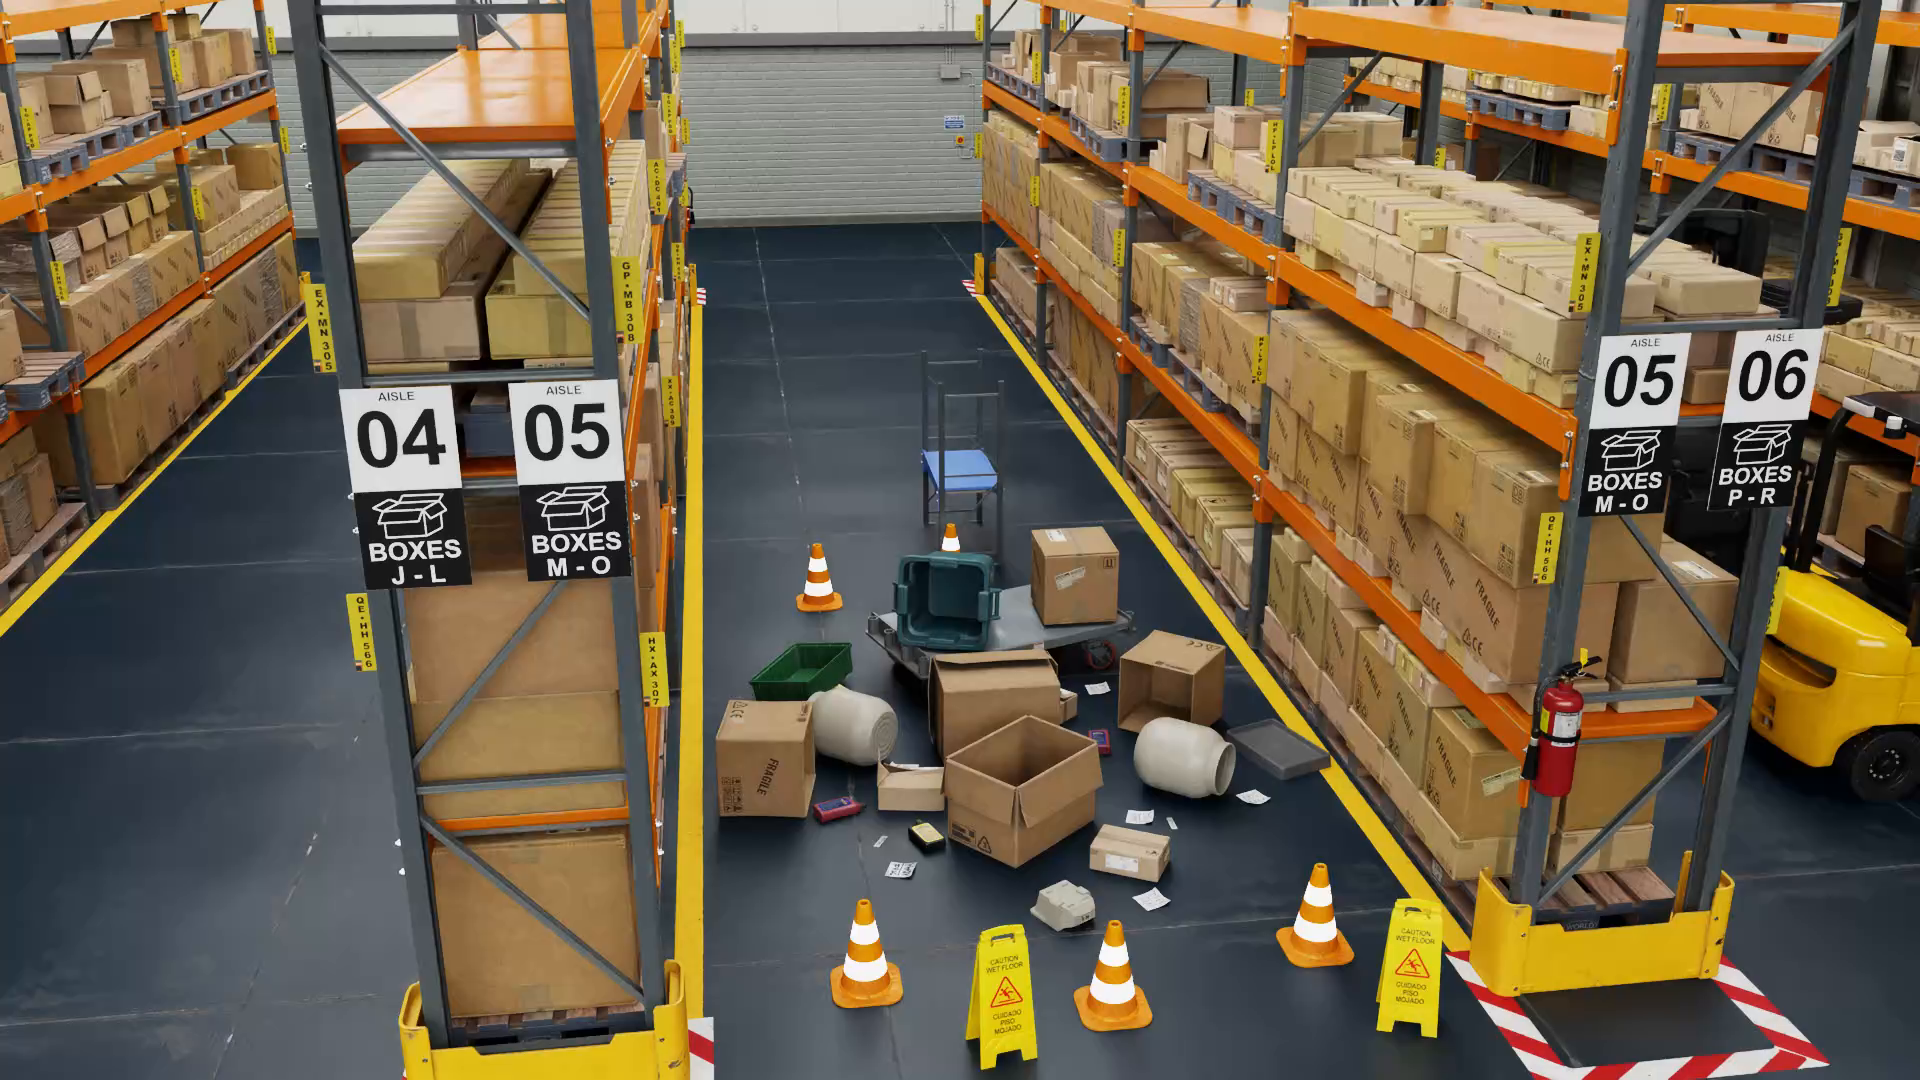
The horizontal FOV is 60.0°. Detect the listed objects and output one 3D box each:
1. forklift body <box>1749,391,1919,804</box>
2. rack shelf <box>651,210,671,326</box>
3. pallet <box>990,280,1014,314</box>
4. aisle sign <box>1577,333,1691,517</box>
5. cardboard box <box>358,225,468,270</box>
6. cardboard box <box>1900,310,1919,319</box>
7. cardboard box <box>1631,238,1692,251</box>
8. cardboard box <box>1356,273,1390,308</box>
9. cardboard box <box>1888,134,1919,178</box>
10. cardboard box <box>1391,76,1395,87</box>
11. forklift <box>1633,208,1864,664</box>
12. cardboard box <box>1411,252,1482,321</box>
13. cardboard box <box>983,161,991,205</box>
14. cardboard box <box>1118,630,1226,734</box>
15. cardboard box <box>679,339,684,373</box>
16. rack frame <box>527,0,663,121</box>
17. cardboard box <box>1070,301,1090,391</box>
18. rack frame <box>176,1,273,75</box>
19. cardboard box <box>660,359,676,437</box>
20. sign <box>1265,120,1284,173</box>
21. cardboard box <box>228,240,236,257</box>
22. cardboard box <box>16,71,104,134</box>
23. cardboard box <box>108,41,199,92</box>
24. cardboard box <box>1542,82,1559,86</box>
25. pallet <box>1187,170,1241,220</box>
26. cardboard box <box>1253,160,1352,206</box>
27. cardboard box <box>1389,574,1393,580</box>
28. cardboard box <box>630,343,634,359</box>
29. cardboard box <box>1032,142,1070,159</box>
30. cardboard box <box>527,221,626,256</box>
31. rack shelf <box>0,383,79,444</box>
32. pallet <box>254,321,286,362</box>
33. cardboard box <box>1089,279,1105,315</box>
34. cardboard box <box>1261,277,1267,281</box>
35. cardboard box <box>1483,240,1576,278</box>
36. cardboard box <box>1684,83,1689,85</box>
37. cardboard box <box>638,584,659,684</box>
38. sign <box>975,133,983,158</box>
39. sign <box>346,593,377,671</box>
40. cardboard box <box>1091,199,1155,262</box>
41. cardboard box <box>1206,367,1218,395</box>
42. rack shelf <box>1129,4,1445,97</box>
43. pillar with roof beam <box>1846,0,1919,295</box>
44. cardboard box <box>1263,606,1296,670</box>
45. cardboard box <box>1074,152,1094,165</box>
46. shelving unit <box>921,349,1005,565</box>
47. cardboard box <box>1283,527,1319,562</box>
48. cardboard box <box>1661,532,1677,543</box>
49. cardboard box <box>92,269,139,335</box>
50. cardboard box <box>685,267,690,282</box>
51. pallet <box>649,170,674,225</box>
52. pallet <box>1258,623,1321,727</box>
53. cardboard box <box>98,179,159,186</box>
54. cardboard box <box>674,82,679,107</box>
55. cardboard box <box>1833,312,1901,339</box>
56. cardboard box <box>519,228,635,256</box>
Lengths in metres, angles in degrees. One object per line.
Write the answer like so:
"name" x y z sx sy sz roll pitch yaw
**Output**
"forklift body" 5.939 0.287 9.873 2.313 2.155 1.214 -3 21 -8
"rack shelf" -2.643 -2.155 11.940 1.077 0.370 4.000 -3 21 -8
"pallet" 0.992 -3.254 22.128 1.003 0.211 1.213 -3 21 -8
"aisle sign" 2.828 -0.476 6.987 0.394 0.787 0.004 -3 21 -8
"cardboard box" -2.234 -1.189 6.801 0.380 0.149 0.250 -3 21 -7
"cardboard box" 7.523 -1.683 12.866 0.380 0.149 0.250 -3 21 -8
"cardboard box" 3.267 -1.355 7.990 0.380 0.149 0.250 -3 21 -8
"cardboard box" 2.431 -1.395 9.237 0.380 0.149 0.250 -3 21 -9
"cardboard box" 7.095 -2.776 11.958 0.500 0.311 0.500 -4 21 -9
"cardboard box" 5.686 -5.807 21.050 0.380 0.149 0.250 -3 21 -8
"forklift" 5.201 -0.682 11.353 1.130 2.935 3.031 -5 21 -14
"cardboard box" 2.615 -1.285 8.373 0.500 0.250 0.500 -2 21 -6
"cardboard box" 0.585 -4.700 21.870 0.500 0.500 0.500 -3 21 -8
"cardboard box" 1.337 0.930 10.507 0.500 0.500 0.500 12 24 29
"cardboard box" -2.923 -1.755 16.028 0.500 0.250 0.500 -3 21 -7
"rack frame" -2.931 -4.590 13.143 1.000 3.000 0.127 -3 21 -8
"cardboard box" 1.683 -2.127 17.561 0.875 0.875 0.875 -2 21 -6
"rack frame" -9.007 -7.144 19.983 1.000 3.000 0.127 -3 21 -8
"cardboard box" -2.307 -0.985 11.923 0.500 0.500 0.500 -3 21 -8
"sign" 1.981 -2.482 10.484 0.100 0.325 0.005 -3 21 -8
"cardboard box" -8.260 -3.224 18.419 0.380 0.149 0.250 -3 21 -9
"cardboard box" -8.169 -3.921 14.891 0.797 0.503 0.637 -3 21 -8
"cardboard box" -8.676 -5.099 17.908 0.700 0.500 0.500 -2 21 -5
"cardboard box" 6.177 -4.715 16.957 0.380 0.149 0.250 -3 21 -7
"pallet" 2.393 -2.574 12.303 1.213 0.211 1.003 -3 21 -8
"cardboard box" 2.302 -2.406 11.197 0.500 0.250 0.500 -3 21 -9
"cardboard box" 2.639 0.175 9.320 0.380 0.149 0.250 -3 21 -8
"cardboard box" -1.583 -0.850 7.034 0.380 0.149 0.250 -3 21 -8
"cardboard box" 1.017 -4.358 18.599 0.380 0.149 0.250 -3 21 -9
"cardboard box" -1.583 -1.221 6.887 0.380 0.149 0.250 -3 21 -9
"rack shelf" -7.565 -0.535 11.888 1.077 0.370 4.000 -3 21 -8
"pallet" -8.642 -2.333 19.661 1.003 0.211 1.213 -3 21 -8
"cardboard box" 1.534 -2.332 15.886 0.500 0.250 0.500 -3 21 -7
"cardboard box" 2.530 -1.761 12.976 0.500 0.500 0.500 -4 21 -10
"cardboard box" 2.725 -1.326 7.913 0.380 0.149 0.250 -3 21 -7
"cardboard box" 7.040 -4.292 15.854 0.380 0.149 0.250 -3 21 -8
"cardboard box" -1.933 0.405 8.131 0.875 0.550 0.550 -3 21 -8
"sign" 0.250 -5.250 22.136 0.100 0.325 0.005 -3 21 -8
"sign" -2.317 0.360 6.472 0.100 0.325 0.005 -3 21 -8
"cardboard box" 1.537 -2.922 15.681 0.500 0.500 0.500 -3 21 -7
"cardboard box" 2.049 -1.190 12.374 0.380 0.149 0.250 -3 21 -7
"rack shelf" 2.241 -3.657 12.247 1.077 0.370 4.000 -3 21 -8
"pillar with roof beam" 3.684 -4.503 12.911 9.100 9.000 0.400 -3 21 -8
"cardboard box" 2.347 0.630 11.071 0.500 0.250 0.500 -4 21 -10
"cardboard box" 1.547 -4.141 18.945 0.500 0.500 0.500 -3 21 -7
"shelving unit" 0.012 -0.673 13.375 0.538 1.500 1.048 -3 21 -8
"cardboard box" 2.306 0.021 10.702 0.380 0.149 0.250 -3 21 -7
"cardboard box" 3.234 0.163 8.426 0.500 0.500 0.500 -2 21 -6
"cardboard box" -7.808 -2.149 15.039 0.500 0.500 0.500 -3 21 -9
"cardboard box" -3.615 -3.345 21.010 0.380 0.149 0.250 -3 21 -9
"pallet" -2.622 -2.489 12.075 1.003 0.211 1.213 -2 21 -5
"pallet" 2.661 0.858 11.117 1.003 0.211 1.213 -3 21 -8
"cardboard box" -8.761 -3.515 17.558 0.500 0.500 0.500 -2 21 -6
"cardboard box" -3.450 -5.027 18.816 0.500 0.250 0.500 -2 21 -5
"cardboard box" 6.964 -1.649 12.773 0.380 0.149 0.250 -4 21 -9
"cardboard box" -1.741 -1.258 7.555 0.500 0.250 0.500 -3 21 -8
